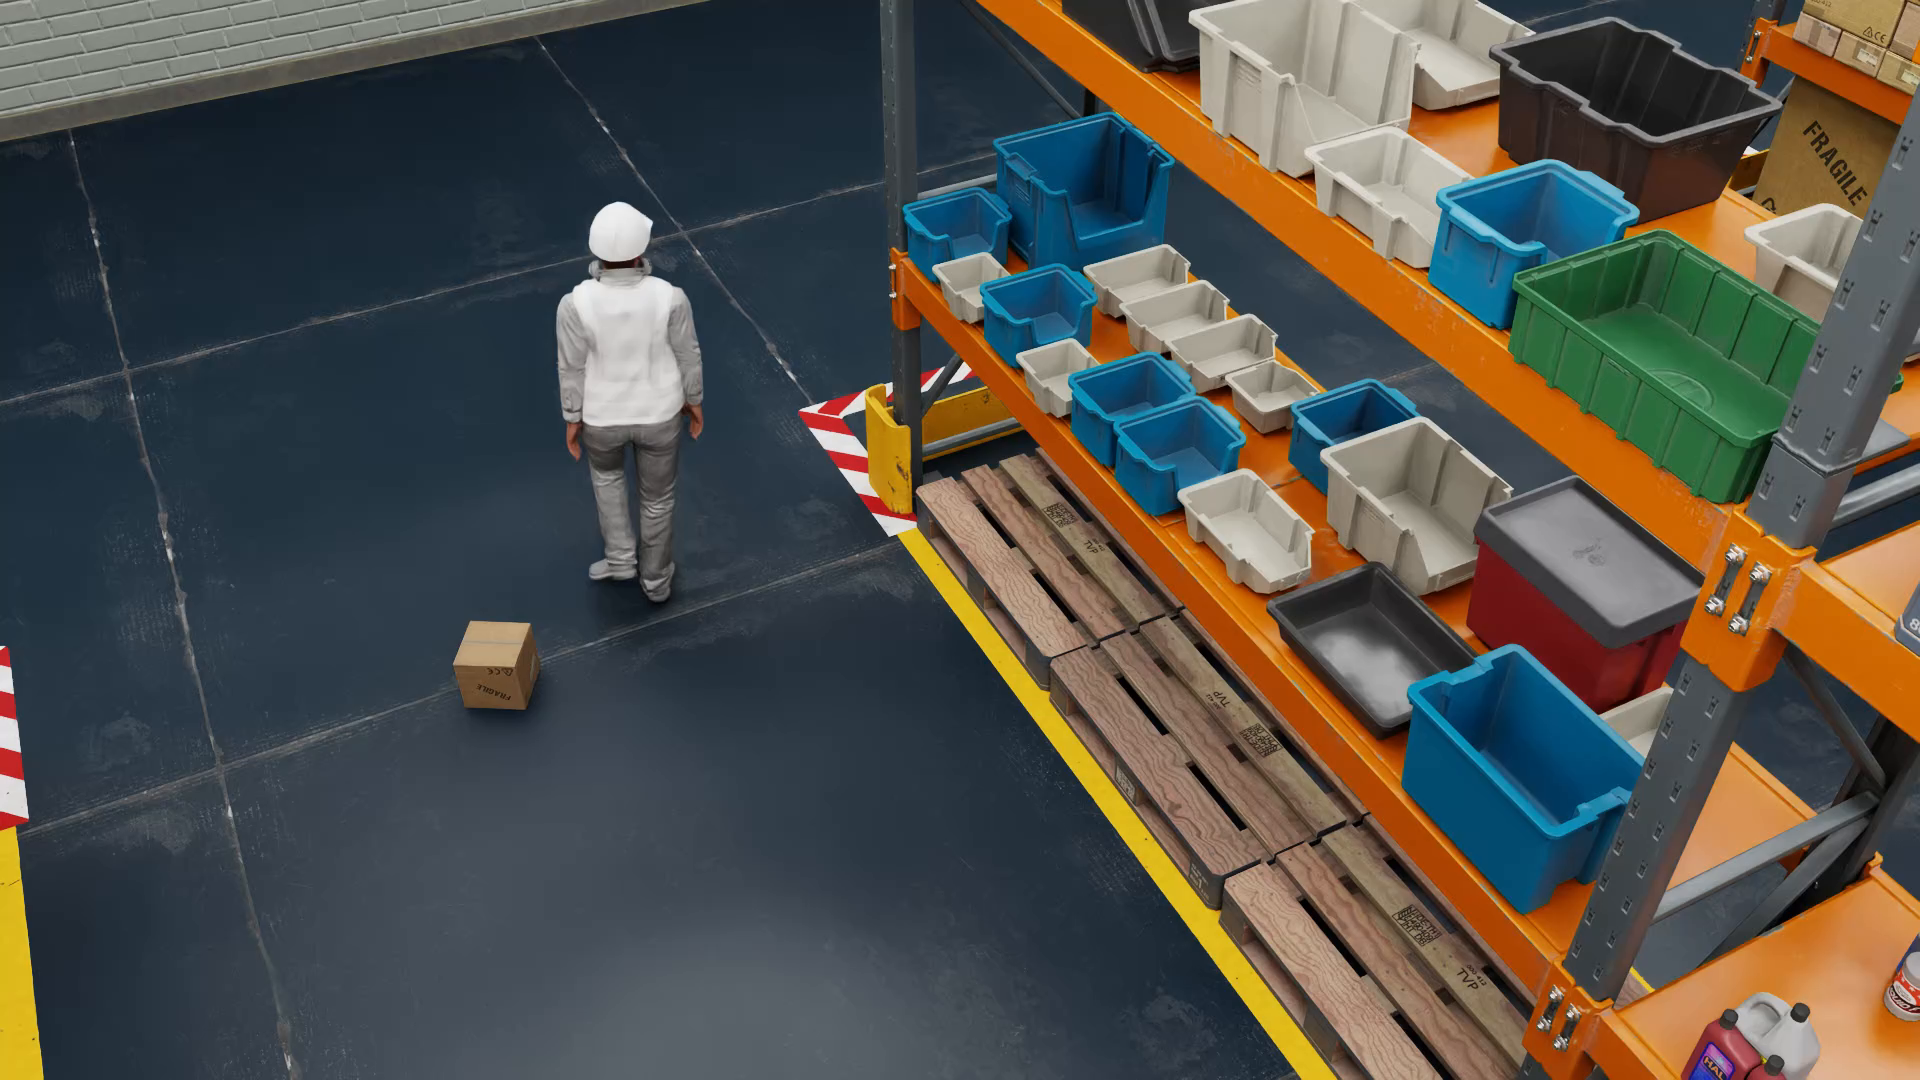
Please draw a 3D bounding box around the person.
[{"bbox_3d":[-1.322,-0.532,6.733,0.591,1.760,0.486,-5,41,-6],"label":"person"}]
